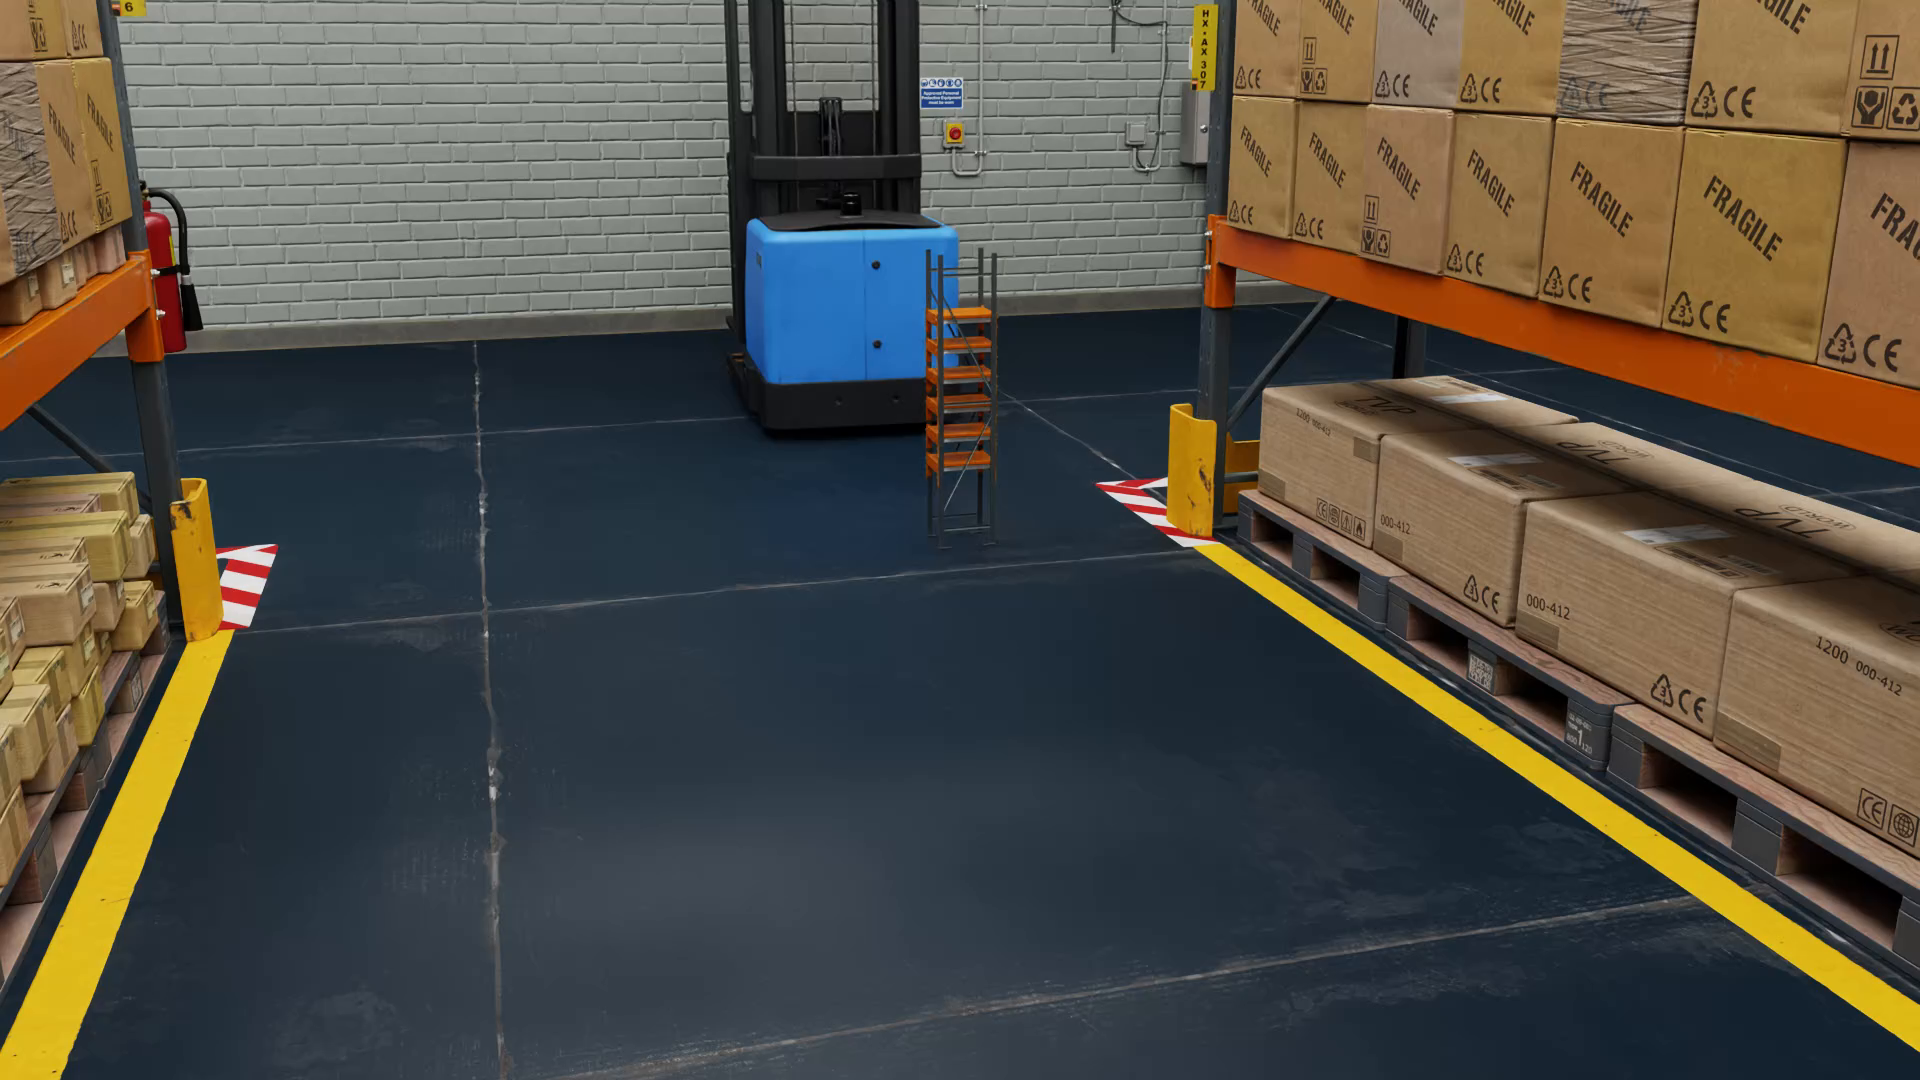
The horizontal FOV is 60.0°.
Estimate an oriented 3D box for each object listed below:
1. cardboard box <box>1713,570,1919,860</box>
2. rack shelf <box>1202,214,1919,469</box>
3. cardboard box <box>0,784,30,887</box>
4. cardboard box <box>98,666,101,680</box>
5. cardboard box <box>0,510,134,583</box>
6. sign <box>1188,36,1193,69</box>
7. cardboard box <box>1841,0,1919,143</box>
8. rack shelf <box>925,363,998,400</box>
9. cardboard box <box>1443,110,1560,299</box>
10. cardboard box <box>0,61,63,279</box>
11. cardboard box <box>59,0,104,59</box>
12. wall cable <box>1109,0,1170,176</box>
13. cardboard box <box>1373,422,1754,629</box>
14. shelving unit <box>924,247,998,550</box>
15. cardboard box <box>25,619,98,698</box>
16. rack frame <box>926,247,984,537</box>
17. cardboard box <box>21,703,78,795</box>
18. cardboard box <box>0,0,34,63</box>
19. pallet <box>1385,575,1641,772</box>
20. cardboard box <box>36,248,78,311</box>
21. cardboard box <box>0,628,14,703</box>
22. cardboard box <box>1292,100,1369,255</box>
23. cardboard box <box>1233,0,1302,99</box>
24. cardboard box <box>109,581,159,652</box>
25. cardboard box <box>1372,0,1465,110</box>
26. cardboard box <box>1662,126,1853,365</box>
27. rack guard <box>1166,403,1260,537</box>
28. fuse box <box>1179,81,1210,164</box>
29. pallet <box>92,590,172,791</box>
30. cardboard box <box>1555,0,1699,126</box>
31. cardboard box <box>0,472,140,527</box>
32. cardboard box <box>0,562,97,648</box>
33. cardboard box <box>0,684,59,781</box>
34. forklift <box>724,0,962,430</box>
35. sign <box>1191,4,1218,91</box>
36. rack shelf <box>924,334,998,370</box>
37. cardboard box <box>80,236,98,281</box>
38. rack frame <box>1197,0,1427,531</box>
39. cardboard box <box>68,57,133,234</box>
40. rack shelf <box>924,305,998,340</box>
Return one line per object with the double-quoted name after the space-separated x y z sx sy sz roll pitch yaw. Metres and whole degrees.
2.530 0.420 4.063 0.875 0.438 0.875 -5 17 -16 "cardboard box"
2.049 -0.632 5.094 1.077 0.370 4.000 -5 17 -15 "rack shelf"
-2.320 0.678 3.706 0.380 0.149 0.250 -5 17 -17 "cardboard box"
-2.649 0.393 4.656 0.380 0.149 0.250 -5 17 -15 "cardboard box"
-2.636 0.031 4.828 0.380 0.149 0.250 -5 17 -16 "cardboard box"
1.877 -3.662 12.494 0.339 0.242 0.001 -5 17 -15 "sign"
2.204 -1.059 3.352 0.500 0.500 0.500 -5 17 -16 "cardboard box"
0.004 -0.643 6.744 0.258 0.103 0.180 -5 17 -15 "rack shelf"
1.797 -1.005 4.912 0.500 0.500 0.500 -4 17 -13 "cardboard box"
-2.576 -0.915 4.093 0.500 0.500 0.500 -5 17 -15 "cardboard box"
-2.867 -1.673 4.879 0.500 0.500 0.500 -5 17 -16 "cardboard box"
1.288 -3.690 12.256 0.588 1.984 0.122 -5 17 -15 "wall cable"
2.037 -0.077 5.718 0.875 0.438 0.875 -4 17 -14 "cardboard box"
0.004 -0.571 6.766 0.258 1.200 0.189 -5 17 -15 "shelving unit"
-2.513 0.320 4.381 0.380 0.149 0.250 -4 17 -14 "cardboard box"
-0.021 -0.596 6.850 0.240 1.200 0.006 -5 17 -15 "rack frame"
-2.462 0.536 4.181 0.380 0.149 0.250 -4 17 -14 "cardboard box"
-2.576 -1.390 3.936 0.500 0.500 0.500 -4 17 -12 "cardboard box"
2.126 0.357 5.396 1.003 0.211 1.213 -5 17 -15 "pallet"
-2.662 -0.714 4.552 0.380 0.149 0.250 -4 17 -14 "cardboard box"
-2.433 0.329 3.834 0.380 0.149 0.250 -5 17 -15 "cardboard box"
1.521 -1.285 5.842 0.500 0.500 0.500 -5 17 -16 "cardboard box"
1.358 -1.902 6.157 0.500 0.500 0.500 -5 17 -16 "cardboard box"
-2.719 0.246 5.146 0.380 0.149 0.250 -4 17 -14 "cardboard box"
1.655 -1.617 5.211 0.500 0.500 0.500 -5 17 -16 "cardboard box"
2.079 -0.722 3.966 0.500 0.500 0.500 -5 17 -17 "cardboard box"
1.493 -0.340 7.214 1.175 0.500 0.348 -5 17 -15 "rack guard"
1.987 -2.597 12.622 0.539 1.711 0.414 -5 17 -15 "fuse box"
-3.022 0.473 5.010 1.003 0.211 1.213 -5 17 -15 "pallet"
1.923 -1.340 4.288 0.500 0.500 0.500 -4 17 -15 "cardboard box"
-2.843 -0.105 5.279 0.380 0.149 0.250 -4 17 -15 "cardboard box"
-2.498 0.177 4.340 0.380 0.149 0.250 -4 17 -13 "cardboard box"
-2.358 0.467 3.893 0.380 0.149 0.250 -5 17 -15 "cardboard box"
-0.824 -2.357 9.703 1.130 2.935 3.031 -4 17 -12 "forklift"
0.964 -1.940 6.556 0.100 0.325 0.005 -5 17 -15 "sign"
0.004 -0.758 6.710 0.258 0.103 0.180 -5 17 -15 "rack shelf"
-2.838 -0.851 5.008 0.380 0.149 0.250 -5 17 -15 "cardboard box"
1.500 -1.530 6.832 1.000 3.000 0.127 -5 17 -15 "rack frame"
-2.861 -1.197 5.033 0.500 0.500 0.500 -4 17 -14 "cardboard box"
0.004 -0.873 6.675 0.258 0.103 0.180 -5 17 -15 "rack shelf"
